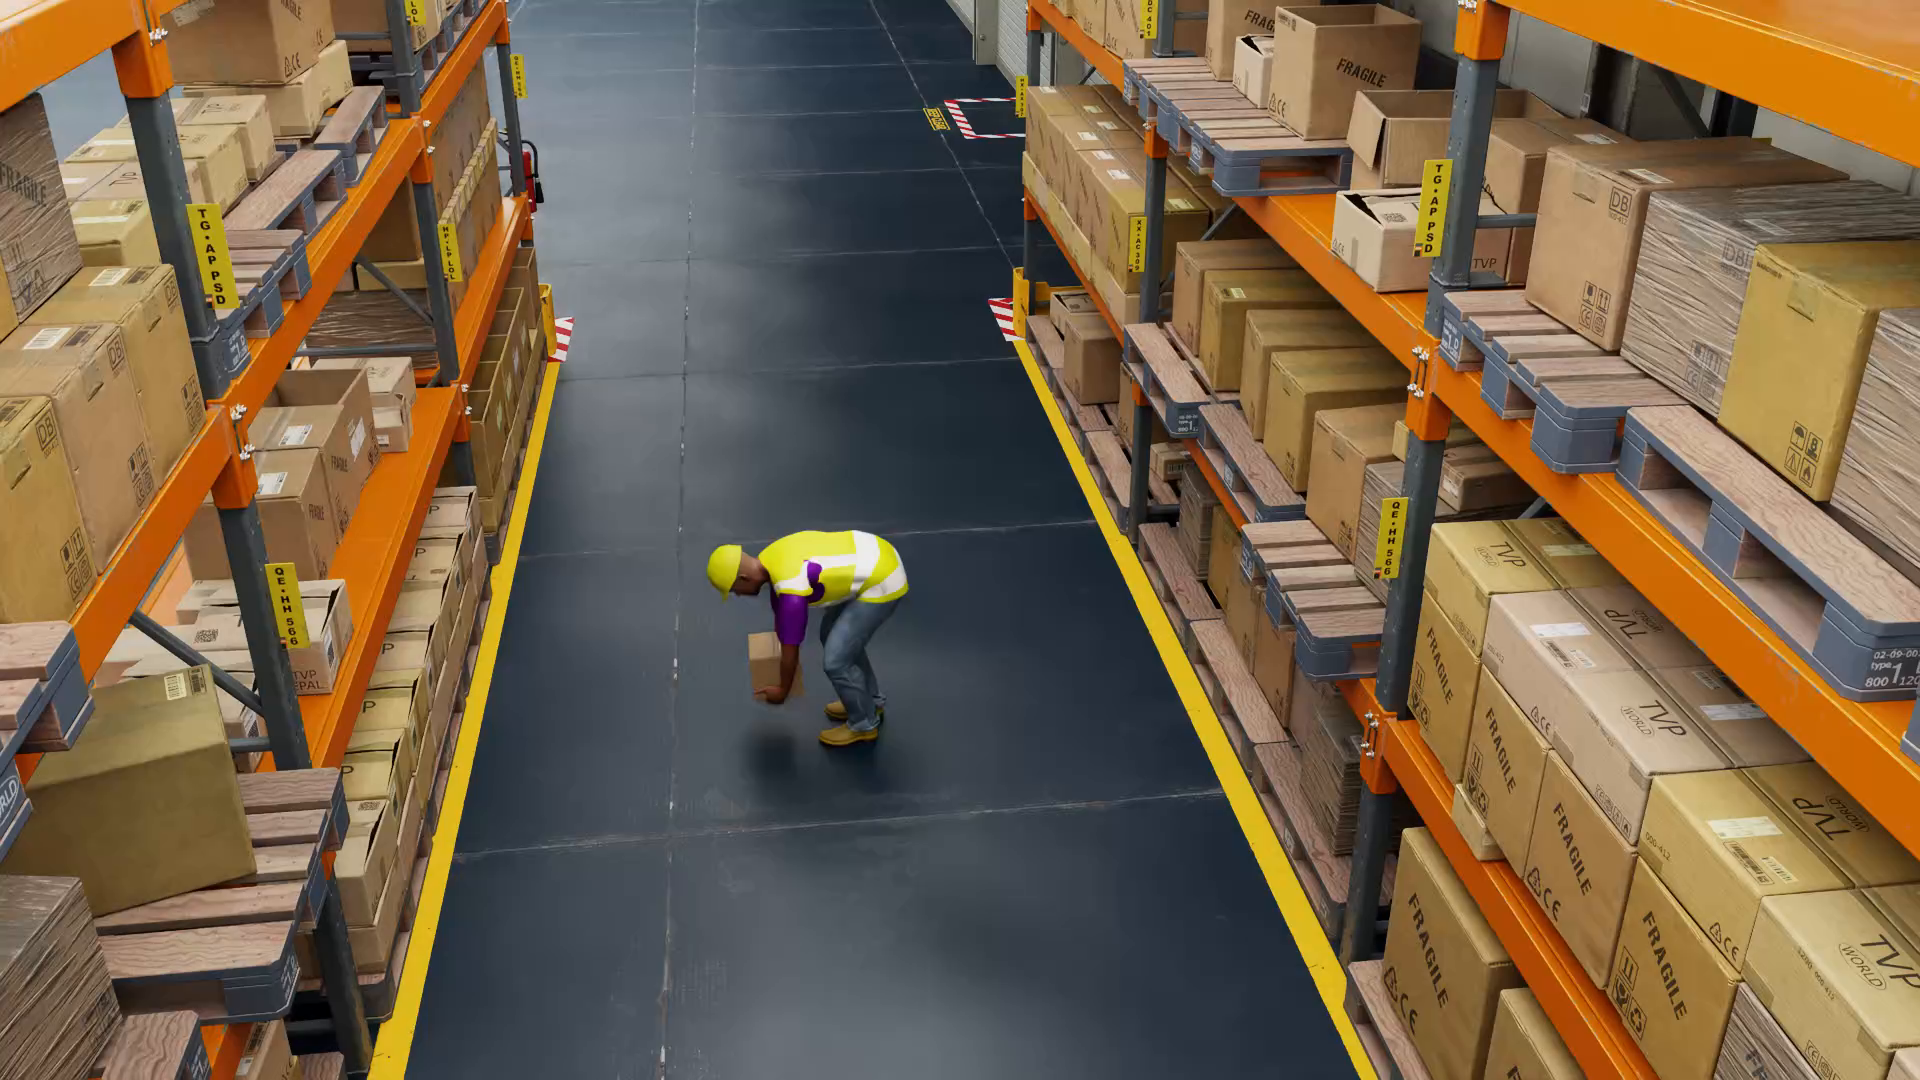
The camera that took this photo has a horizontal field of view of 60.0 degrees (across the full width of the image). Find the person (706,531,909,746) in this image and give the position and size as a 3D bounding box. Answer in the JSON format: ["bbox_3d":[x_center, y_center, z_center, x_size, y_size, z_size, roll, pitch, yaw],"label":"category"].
[{"bbox_3d":[-0.748,0.492,8.333,0.979,1.119,0.477,-5,27,-9],"label":"person"}]
